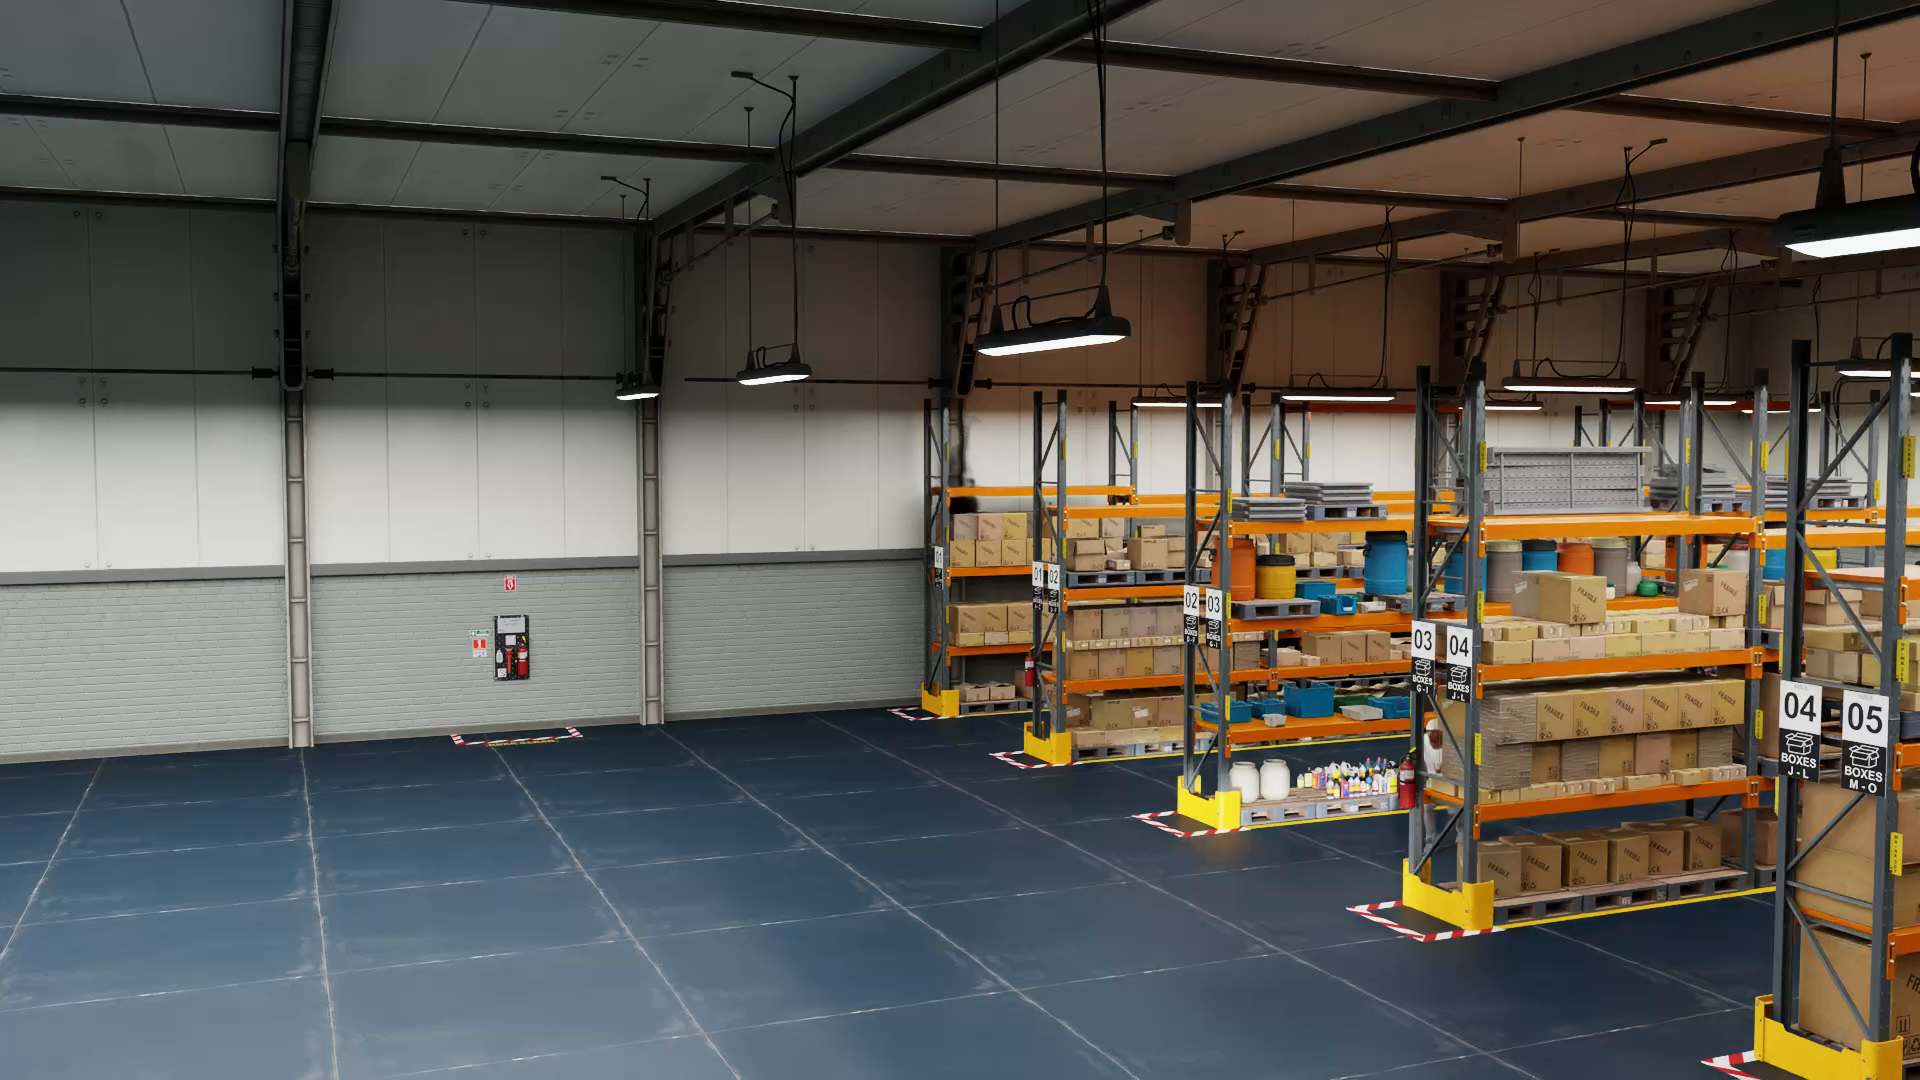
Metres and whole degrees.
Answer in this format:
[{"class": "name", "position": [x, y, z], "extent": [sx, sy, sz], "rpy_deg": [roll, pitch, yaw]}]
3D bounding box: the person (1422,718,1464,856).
[{"class": "person", "position": [6.137, 3.100, 21.004], "extent": [0.943, 1.767, 0.715], "rpy_deg": [-3, 5, -45]}]

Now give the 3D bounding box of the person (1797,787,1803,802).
[{"class": "person", "position": [11.210, 3.006, 22.065], "extent": [0.904, 1.688, 0.571], "rpy_deg": [-2, 4, -33]}]

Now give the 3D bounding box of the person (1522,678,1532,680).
[{"class": "person", "position": [9.403, 2.677, 27.964], "extent": [0.782, 1.673, 0.674], "rpy_deg": [-2, 4, -31]}]
